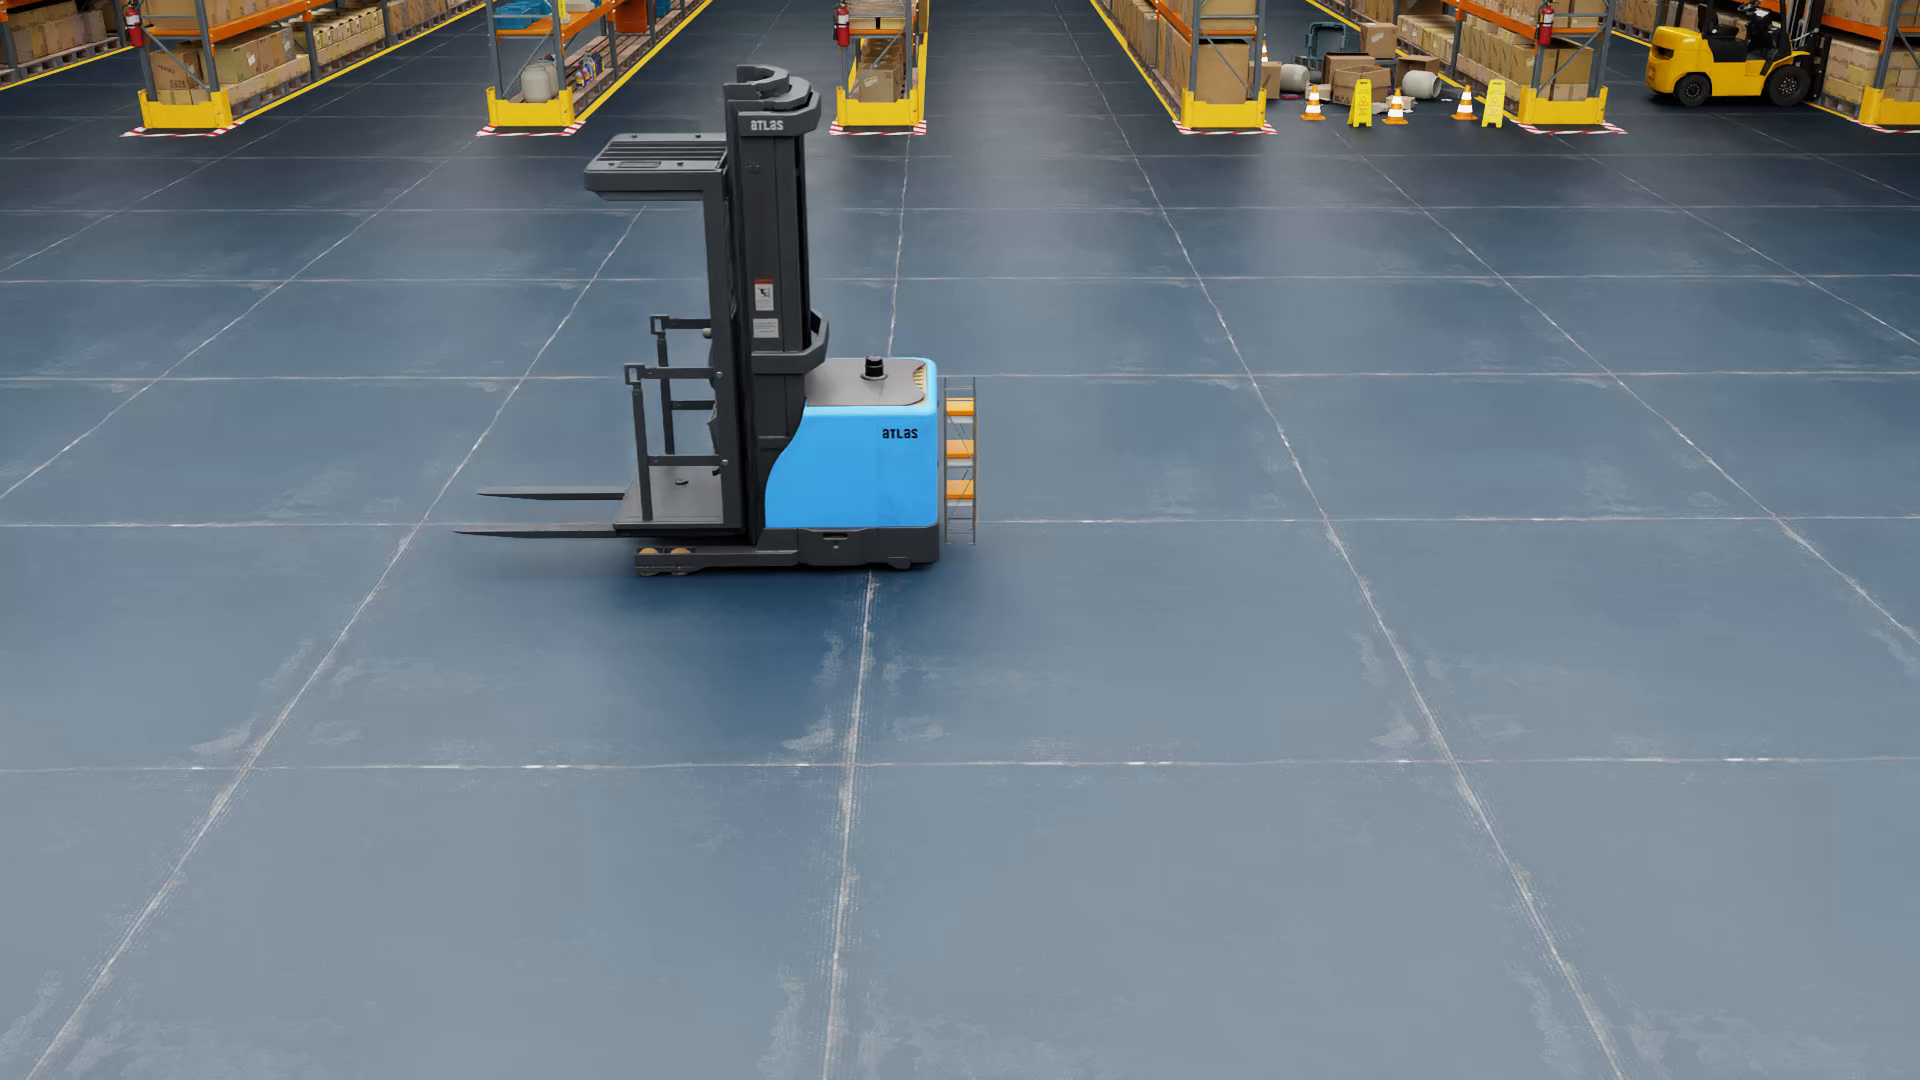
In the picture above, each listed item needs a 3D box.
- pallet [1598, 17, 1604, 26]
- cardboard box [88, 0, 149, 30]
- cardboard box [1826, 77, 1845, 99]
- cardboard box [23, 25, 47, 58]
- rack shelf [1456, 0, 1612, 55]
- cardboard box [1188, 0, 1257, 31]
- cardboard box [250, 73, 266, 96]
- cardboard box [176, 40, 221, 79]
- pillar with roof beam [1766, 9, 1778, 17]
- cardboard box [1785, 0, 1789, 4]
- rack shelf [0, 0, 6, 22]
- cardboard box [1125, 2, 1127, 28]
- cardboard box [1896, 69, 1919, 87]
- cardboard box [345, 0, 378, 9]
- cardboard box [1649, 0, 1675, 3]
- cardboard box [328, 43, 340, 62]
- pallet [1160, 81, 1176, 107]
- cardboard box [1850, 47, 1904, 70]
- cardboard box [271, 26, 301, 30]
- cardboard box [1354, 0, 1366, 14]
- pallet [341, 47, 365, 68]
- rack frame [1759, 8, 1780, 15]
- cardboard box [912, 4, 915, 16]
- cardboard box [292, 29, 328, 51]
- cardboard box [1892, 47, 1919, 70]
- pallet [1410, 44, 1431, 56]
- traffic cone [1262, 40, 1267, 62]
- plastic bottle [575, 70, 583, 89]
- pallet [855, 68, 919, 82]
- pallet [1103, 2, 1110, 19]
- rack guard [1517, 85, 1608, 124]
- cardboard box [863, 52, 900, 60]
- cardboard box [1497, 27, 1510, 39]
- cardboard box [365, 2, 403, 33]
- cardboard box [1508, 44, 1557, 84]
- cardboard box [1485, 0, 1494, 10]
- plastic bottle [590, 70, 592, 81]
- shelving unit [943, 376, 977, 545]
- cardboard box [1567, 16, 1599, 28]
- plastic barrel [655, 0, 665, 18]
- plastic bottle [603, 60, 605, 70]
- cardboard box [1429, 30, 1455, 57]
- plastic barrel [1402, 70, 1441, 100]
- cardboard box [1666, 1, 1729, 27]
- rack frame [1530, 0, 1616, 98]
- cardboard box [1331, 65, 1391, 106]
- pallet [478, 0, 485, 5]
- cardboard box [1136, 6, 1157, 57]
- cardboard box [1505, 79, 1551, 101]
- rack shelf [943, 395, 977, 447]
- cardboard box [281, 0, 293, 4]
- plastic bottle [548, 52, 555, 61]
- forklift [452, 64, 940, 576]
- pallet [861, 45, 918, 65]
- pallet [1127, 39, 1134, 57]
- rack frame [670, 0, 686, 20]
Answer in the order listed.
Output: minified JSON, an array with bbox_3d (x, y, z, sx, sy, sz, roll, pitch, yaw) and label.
[{"bbox_3d":[13.607,-10.783,34.336,1.003,0.211,1.213,0,24,-1],"label":"pallet"},{"bbox_3d":[-16.004,-10.121,31.586,0.750,0.750,0.750,-1,24,-1],"label":"cardboard box"},{"bbox_3d":[13.375,-6.780,24.927,0.500,0.250,0.500,0,24,-1],"label":"cardboard box"},{"bbox_3d":[-16.164,-8.534,28.480,0.700,0.500,0.500,-1,24,-2],"label":"cardboard box"},{"bbox_3d":[8.707,-7.916,25.487,1.077,0.370,4.000,0,24,-1],"label":"rack shelf"},{"bbox_3d":[3.730,-7.577,23.682,0.875,0.550,0.550,0,24,-1],"label":"cardboard box"},{"bbox_3d":[-10.884,-6.905,25.205,0.500,0.250,0.500,0,24,-1],"label":"cardboard box"},{"bbox_3d":[-11.416,-7.244,25.045,0.500,0.500,0.500,0,24,-1],"label":"cardboard box"},{"bbox_3d":[10.215,-12.921,28.400,9.100,9.000,0.400,0,24,-1],"label":"pillar with roof beam"},{"bbox_3d":[13.414,-8.739,26.311,0.500,0.500,0.500,0,24,0],"label":"cardboard box"},{"bbox_3d":[-16.062,-7.805,25.240,1.077,0.370,4.000,0,24,-1],"label":"rack shelf"},{"bbox_3d":[3.424,-9.975,31.689,0.500,0.500,0.500,0,24,-1],"label":"cardboard box"},{"bbox_3d":[13.894,-6.805,24.376,0.500,0.250,0.500,0,24,0],"label":"cardboard box"},{"bbox_3d":[-11.419,-10.075,31.886,0.500,0.500,0.500,1,24,2],"label":"cardboard box"},{"bbox_3d":[13.346,-10.291,31.600,0.380,0.149,0.250,-1,24,-3],"label":"cardboard box"},{"bbox_3d":[-10.891,-8.297,28.283,0.500,0.250,0.500,0,24,1],"label":"cardboard box"},{"bbox_3d":[3.682,-6.916,25.786,1.003,0.211,1.213,0,24,-1],"label":"pallet"},{"bbox_3d":[13.375,-7.026,24.259,0.500,0.250,0.500,1,24,1],"label":"cardboard box"},{"bbox_3d":[-11.433,-8.555,28.172,0.500,0.311,0.500,0,24,1],"label":"cardboard box"},{"bbox_3d":[8.684,-11.333,34.237,0.875,0.875,0.875,0,24,1],"label":"cardboard box"},{"bbox_3d":[-11.194,-8.518,29.327,1.003,0.211,1.213,0,24,-1],"label":"pallet"},{"bbox_3d":[13.648,-9.092,27.213,1.000,3.000,0.127,0,24,-1],"label":"rack frame"},{"bbox_3d":[-0.865,-7.998,25.099,0.380,0.149,0.250,0,24,-1],"label":"cardboard box"},{"bbox_3d":[-10.886,-8.346,27.711,0.500,0.311,0.500,0,24,0],"label":"cardboard box"},{"bbox_3d":[13.876,-7.037,24.283,0.500,0.250,0.500,-1,24,-1],"label":"cardboard box"},{"bbox_3d":[8.659,-8.623,29.559,1.003,0.211,1.213,0,24,-1],"label":"pallet"},{"bbox_3d":[5.231,-8.408,28.779,0.336,0.463,0.334,0,24,-1],"label":"traffic cone"},{"bbox_3d":[-5.842,-7.059,25.495,0.097,0.271,0.097,0,24,0],"label":"plastic bottle"},{"bbox_3d":[-1.182,-7.477,27.025,1.003,0.211,1.213,0,24,-1],"label":"pallet"},{"bbox_3d":[3.606,-11.307,35.494,1.003,0.211,1.213,0,24,-1],"label":"pallet"},{"bbox_3d":[8.728,-6.312,24.101,1.175,0.500,0.348,0,24,-1],"label":"rack guard"},{"bbox_3d":[-1.200,-7.190,25.530,0.500,0.500,0.500,2,24,4],"label":"cardboard box"},{"bbox_3d":[8.387,-7.688,25.238,0.380,0.149,0.250,1,24,2],"label":"cardboard box"},{"bbox_3d":[-10.893,-9.879,31.453,0.500,0.500,0.500,1,24,2],"label":"cardboard box"},{"bbox_3d":[8.459,-7.029,24.569,0.500,0.500,0.500,0,24,0],"label":"cardboard box"},{"bbox_3d":[8.372,-8.295,25.757,0.380,0.149,0.250,0,24,0],"label":"cardboard box"},{"bbox_3d":[-5.850,-7.335,26.190,0.097,0.201,0.097,0,24,0],"label":"plastic bottle"},{"bbox_3d":[-0.001,-0.500,10.582,0.215,1.050,0.252,0,24,-1],"label":"shelving unit"},{"bbox_3d":[8.932,-7.447,23.880,0.380,0.149,0.250,0,24,0],"label":"cardboard box"},{"bbox_3d":[-6.268,-11.017,33.506,0.600,0.901,0.708,0,24,-1],"label":"plastic barrel"},{"bbox_3d":[-5.862,-7.779,27.171,0.097,0.201,0.097,0,24,0],"label":"plastic bottle"},{"bbox_3d":[8.665,-8.575,28.748,0.950,0.372,0.625,1,24,3],"label":"cardboard box"},{"bbox_3d":[7.192,-7.091,25.914,0.512,0.421,0.421,19,30,35],"label":"plastic barrel"},{"bbox_3d":[13.598,-9.593,30.692,0.875,0.625,0.625,1,24,1],"label":"cardboard box"},{"bbox_3d":[8.728,-7.420,23.516,1.000,3.000,0.127,0,24,-1],"label":"rack frame"},{"bbox_3d":[6.178,-6.995,25.606,0.797,0.503,0.637,-19,31,-36],"label":"cardboard box"},{"bbox_3d":[-11.251,-12.295,37.679,1.003,0.211,1.213,0,24,-1],"label":"pallet"},{"bbox_3d":[3.633,-8.824,28.840,1.050,0.750,0.750,0,24,-1],"label":"cardboard box"},{"bbox_3d":[8.450,-6.700,24.752,0.500,0.250,0.500,0,24,-1],"label":"cardboard box"},{"bbox_3d":[-0.001,-0.749,10.470,0.215,0.259,0.240,0,24,-1],"label":"rack shelf"},{"bbox_3d":[-11.119,-8.844,26.542,0.700,0.500,0.500,-1,24,-2],"label":"cardboard box"},{"bbox_3d":[-6.583,-7.661,26.729,0.144,0.351,0.185,0,24,1],"label":"plastic bottle"},{"bbox_3d":[-1.647,-1.335,10.144,3.031,2.935,1.130,0,24,-1],"label":"forklift"},{"bbox_3d":[-1.251,-8.578,29.460,1.003,0.211,1.213,0,24,-1],"label":"pallet"},{"bbox_3d":[3.626,-9.057,30.519,1.003,0.211,1.213,0,24,-1],"label":"pallet"},{"bbox_3d":[-6.265,-12.298,34.302,1.000,3.000,0.127,0,24,-1],"label":"rack frame"}]
